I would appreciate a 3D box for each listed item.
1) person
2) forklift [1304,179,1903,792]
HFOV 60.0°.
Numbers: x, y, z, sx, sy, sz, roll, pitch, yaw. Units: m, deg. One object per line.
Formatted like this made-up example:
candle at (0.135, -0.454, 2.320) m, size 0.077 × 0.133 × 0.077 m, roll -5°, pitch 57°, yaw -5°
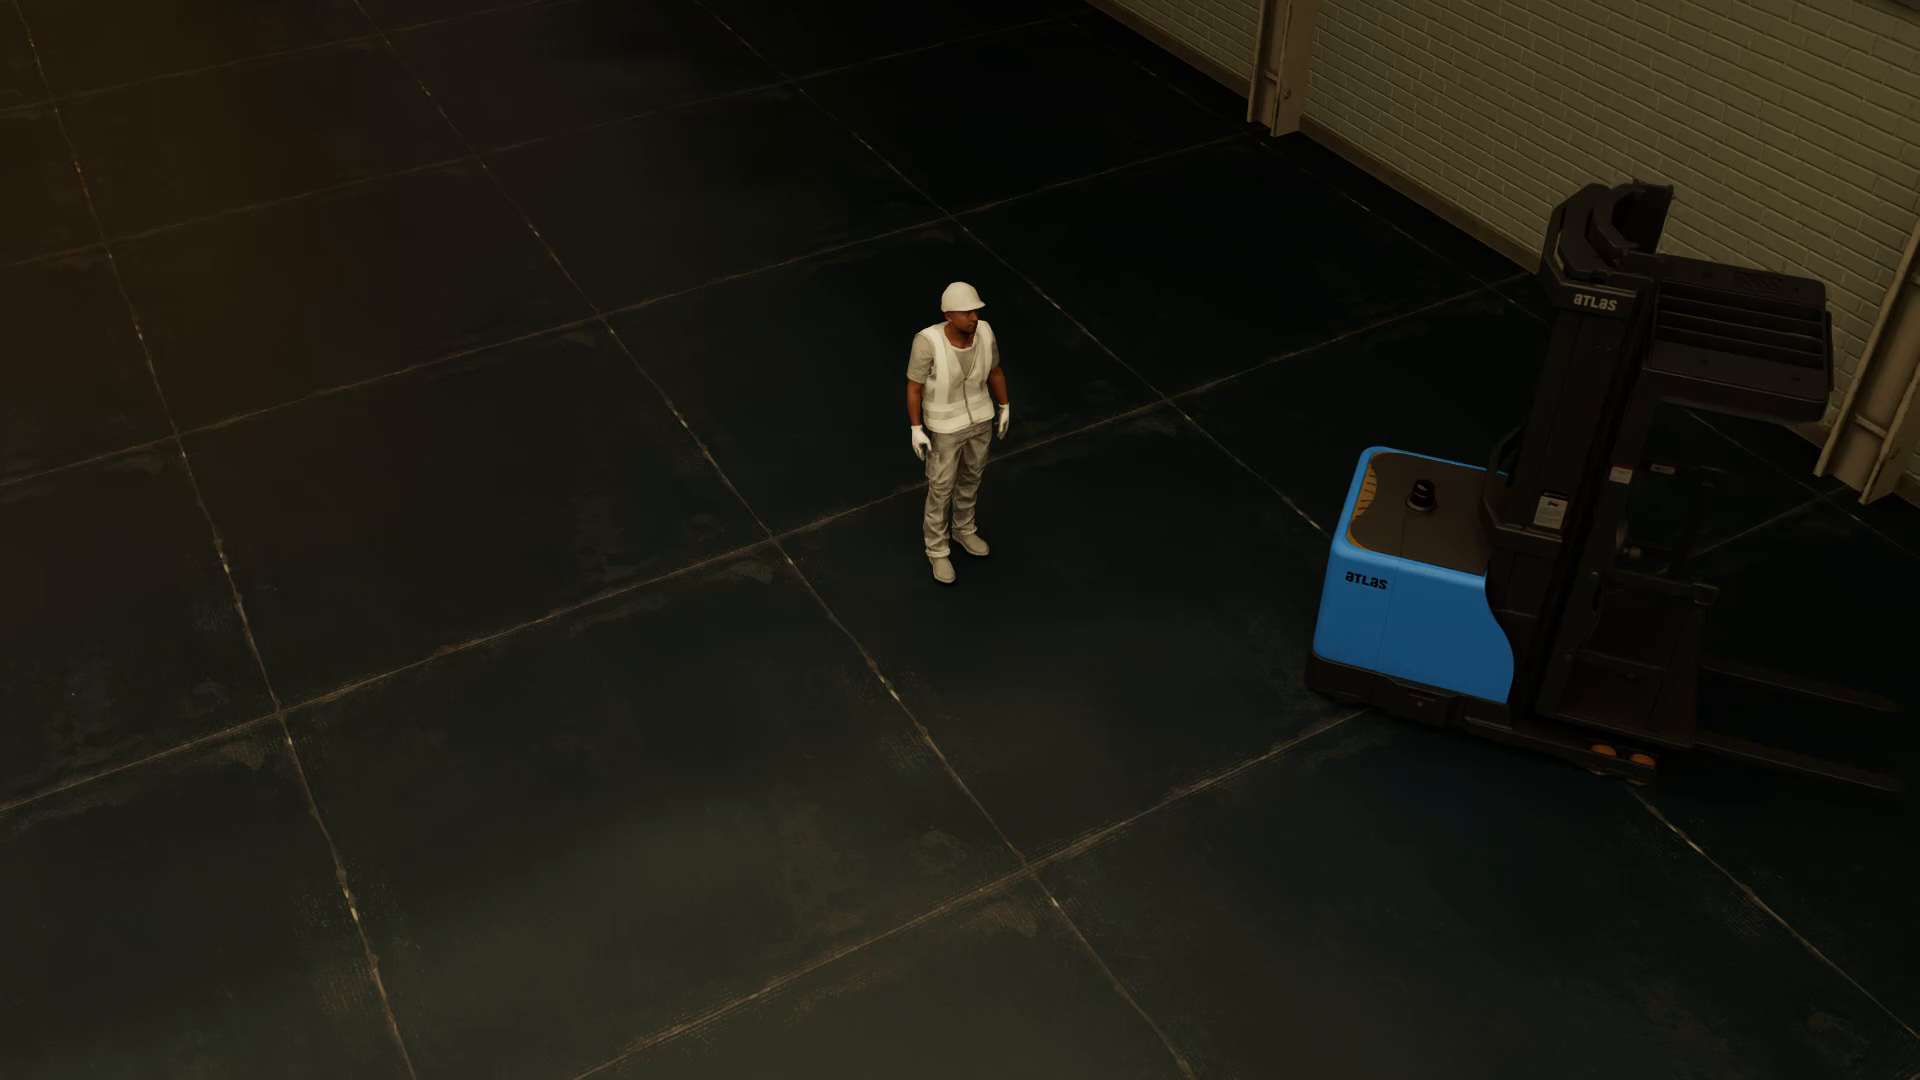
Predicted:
person at (0.029, -0.649, 9.707) m, size 0.657 × 1.785 × 0.575 m, roll -20°, pitch 44°, yaw -23°
forklift at (3.494, -0.223, 8.304) m, size 3.031 × 2.935 × 1.130 m, roll 14°, pitch 42°, yaw 16°
